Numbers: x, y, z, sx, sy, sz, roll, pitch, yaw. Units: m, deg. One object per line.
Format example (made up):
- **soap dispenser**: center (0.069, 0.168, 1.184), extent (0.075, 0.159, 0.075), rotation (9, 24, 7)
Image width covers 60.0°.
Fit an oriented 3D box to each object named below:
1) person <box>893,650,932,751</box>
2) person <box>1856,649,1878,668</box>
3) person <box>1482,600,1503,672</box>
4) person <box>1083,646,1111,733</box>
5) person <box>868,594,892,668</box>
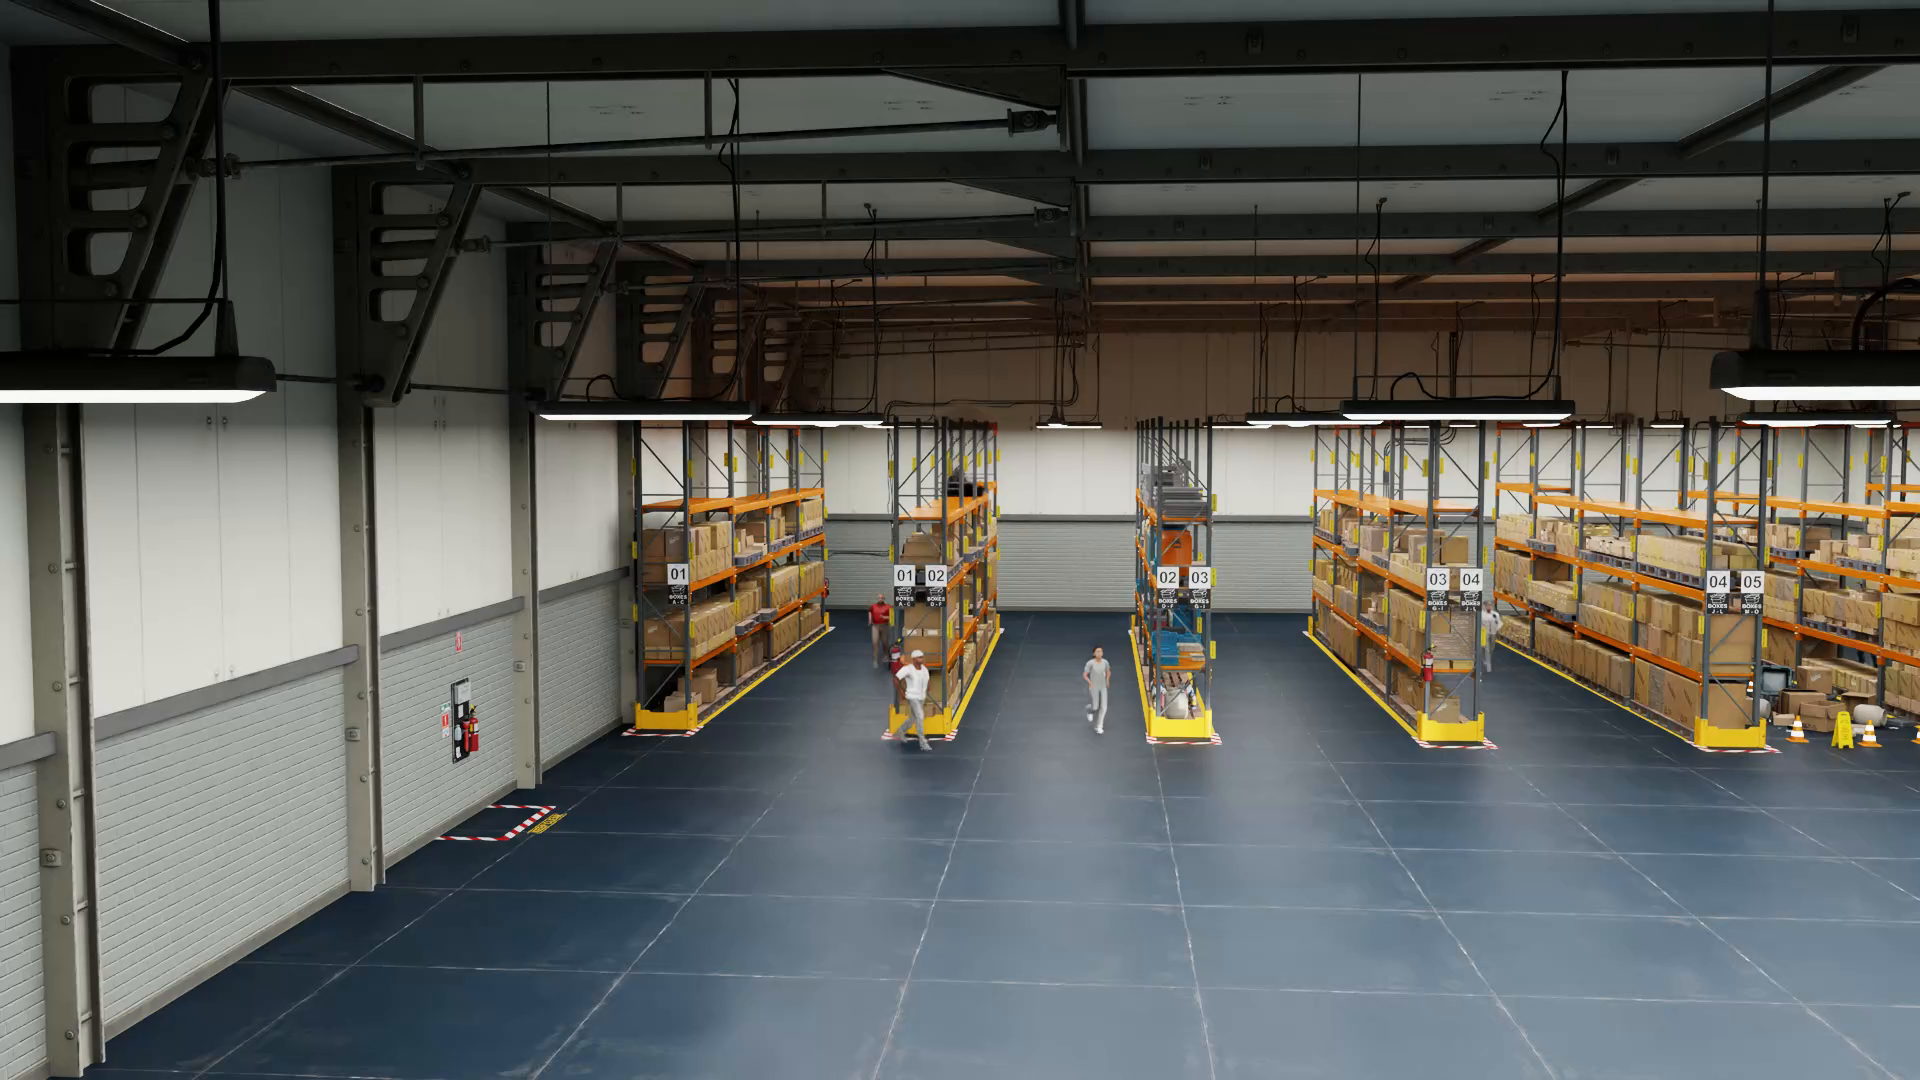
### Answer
- **person**: center (-0.798, 2.871, 30.097), extent (0.938, 1.778, 0.718), rotation (3, 5, 39)
- **person**: center (21.520, 2.346, 39.467), extent (0.545, 1.601, 0.818), rotation (0, 4, 5)
- **person**: center (12.651, 2.259, 39.738), extent (0.610, 1.694, 0.839), rotation (0, 4, 7)
- **person**: center (2.628, 2.842, 31.850), extent (0.572, 1.643, 0.694), rotation (-1, 4, -15)
- **person**: center (-1.937, 2.188, 40.618), extent (0.653, 1.748, 0.902), rotation (0, 4, 4)
